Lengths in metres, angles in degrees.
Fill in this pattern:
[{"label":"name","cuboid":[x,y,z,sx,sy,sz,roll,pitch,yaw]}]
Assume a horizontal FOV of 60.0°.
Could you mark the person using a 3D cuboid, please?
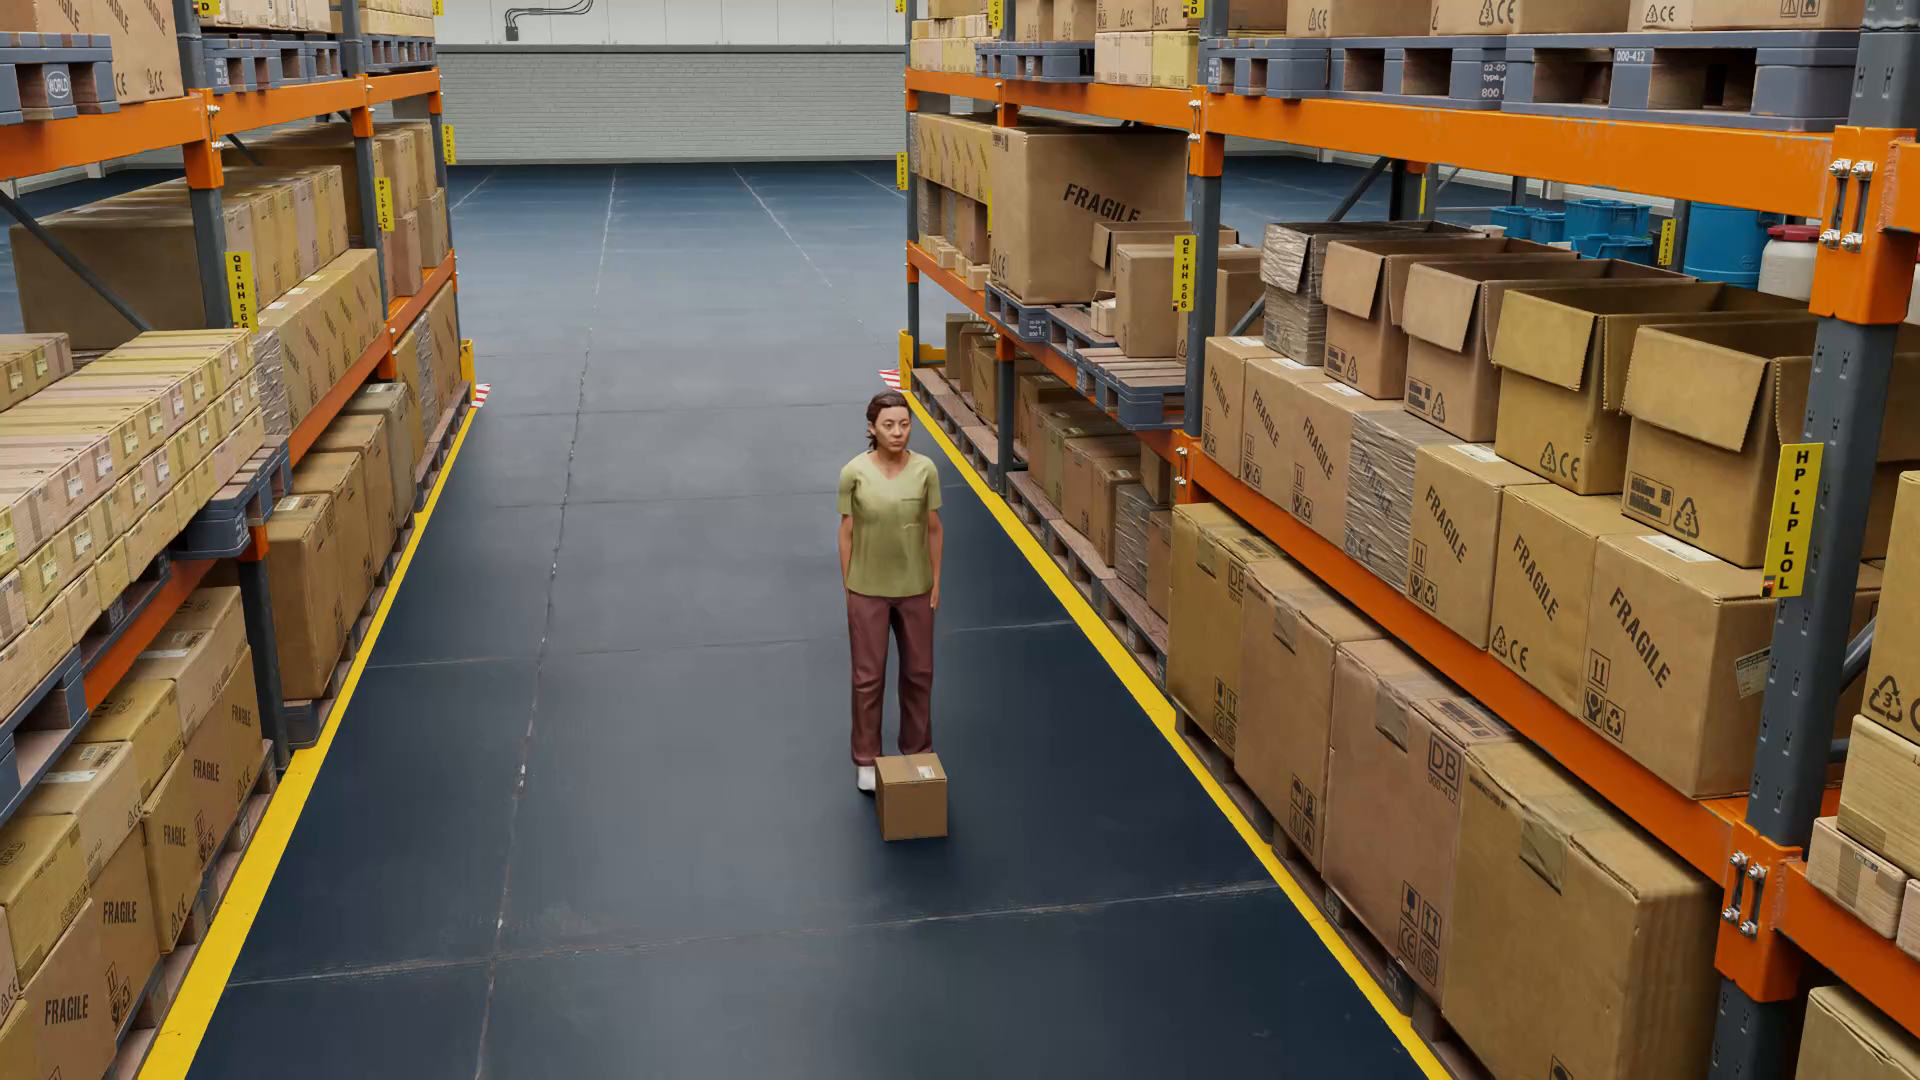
[{"label":"person","cuboid":[-0.279,0.226,6.859,0.439,1.708,0.375,-3,17,-9]}]
